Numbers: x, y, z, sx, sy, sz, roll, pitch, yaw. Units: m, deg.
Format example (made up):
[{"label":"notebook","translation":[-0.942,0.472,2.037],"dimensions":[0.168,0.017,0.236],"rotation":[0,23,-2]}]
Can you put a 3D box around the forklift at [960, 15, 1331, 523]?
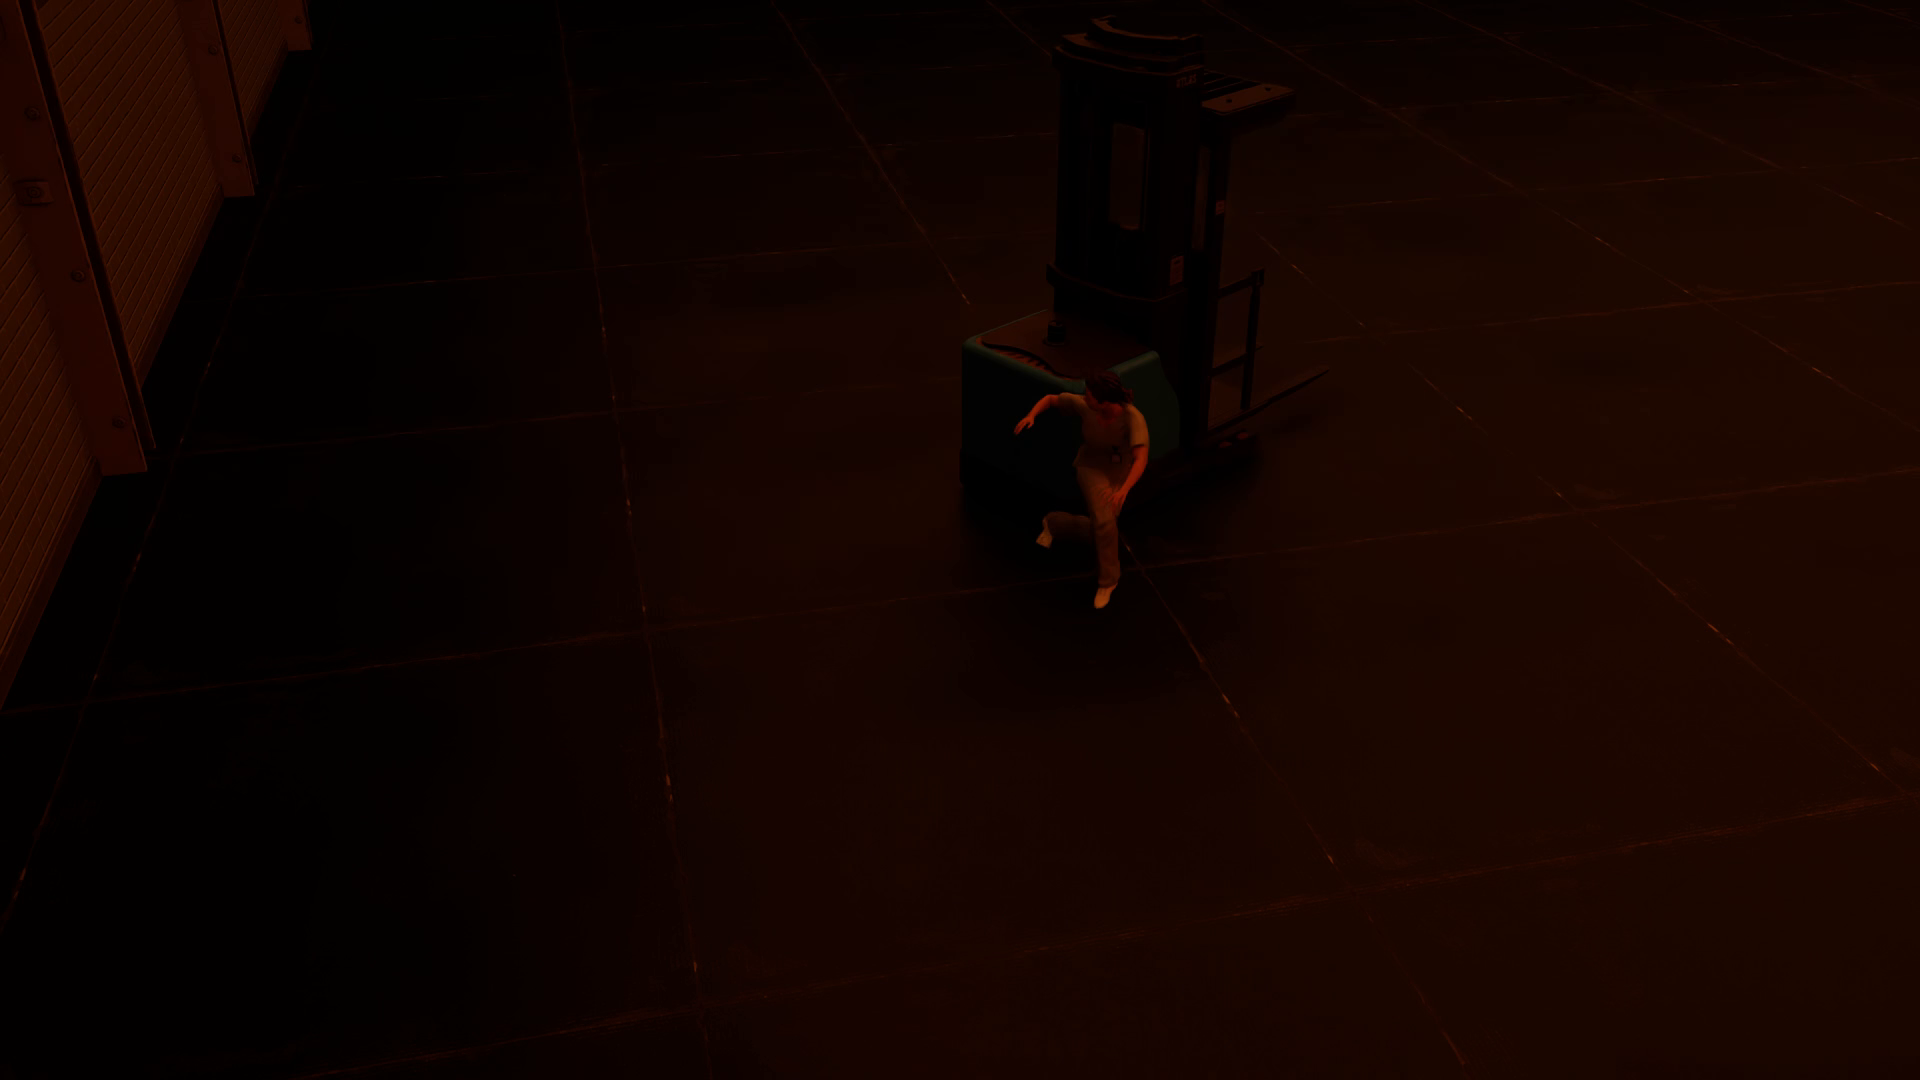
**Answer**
[{"label":"forklift","translation":[1.410,-1.944,10.933],"dimensions":[3.031,2.935,1.130],"rotation":[-26,39,-37]}]

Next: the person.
[{"label":"person","translation":[0.687,-0.316,9.669],"dimensions":[0.767,1.429,1.072],"rotation":[0,30,0]}]
